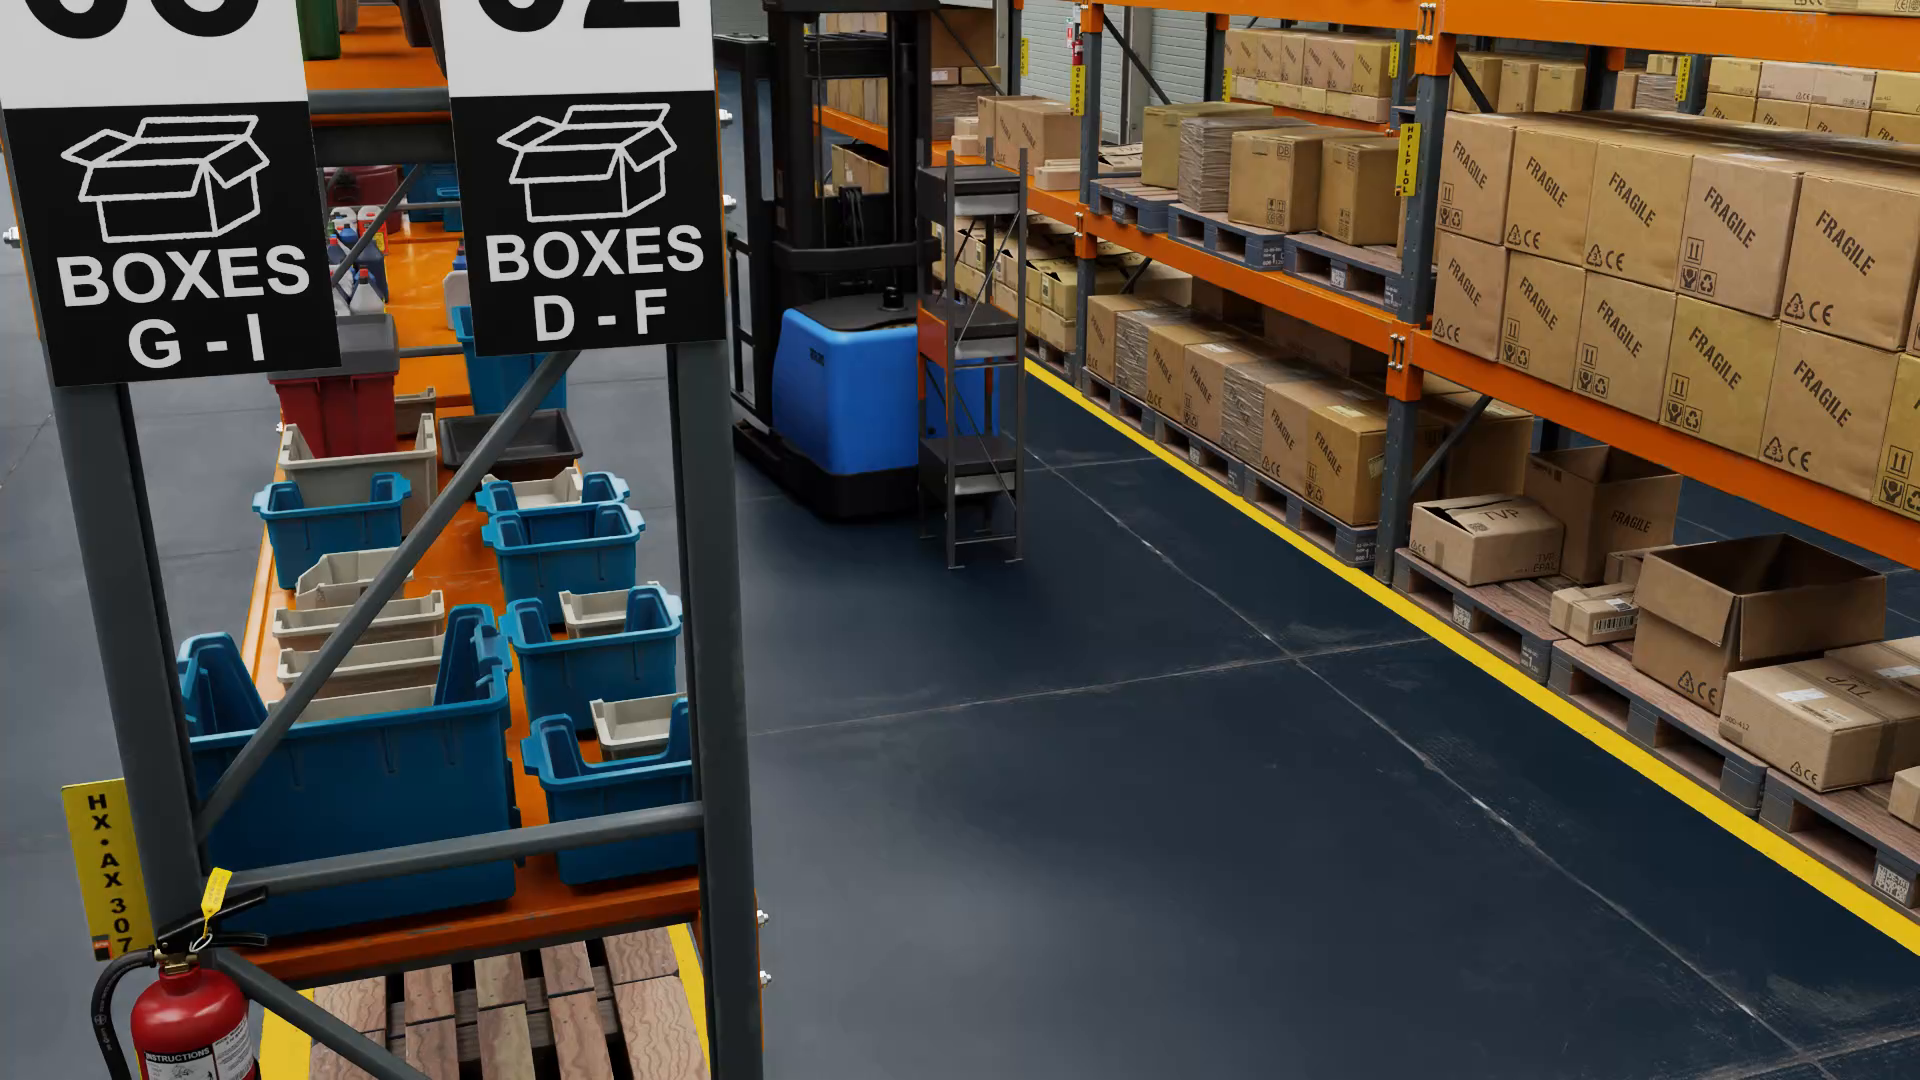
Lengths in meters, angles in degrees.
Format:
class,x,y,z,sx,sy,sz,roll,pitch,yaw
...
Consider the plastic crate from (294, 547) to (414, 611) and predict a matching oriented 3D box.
class,x,y,z,sx,sy,sz,roll,pitch,yaw
plastic crate,-1.599,0.135,4.405,0.298,0.136,0.250,-6,21,-17

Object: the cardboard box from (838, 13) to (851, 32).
class,x,y,z,sx,sy,sz,roll,pitch,yaw
cardboard box,-0.876,-5.425,17.516,0.700,0.500,0.500,-7,21,-19

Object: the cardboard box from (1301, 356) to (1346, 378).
class,x,y,z,sx,sy,sz,roll,pitch,yaw
cardboard box,2.325,-0.796,9.742,0.500,0.500,0.500,-6,21,-17

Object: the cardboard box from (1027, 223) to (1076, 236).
class,x,y,z,sx,sy,sz,roll,pitch,yaw
cardboard box,0.783,-2.561,14.227,0.500,0.311,0.500,-6,21,-17

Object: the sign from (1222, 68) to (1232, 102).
class,x,y,z,sx,sy,sz,roll,pitch,yaw
sign,1.829,-3.105,11.528,0.100,0.325,0.005,-6,21,-17

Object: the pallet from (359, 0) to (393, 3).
class,x,y,z,sx,sy,sz,roll,pitch,yaw
pallet,-2.469,-2.292,6.702,1.213,0.211,1.003,-6,21,-17

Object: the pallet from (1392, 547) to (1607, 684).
class,x,y,z,sx,sy,sz,roll,pitch,yaw
pallet,2.789,0.280,7.825,1.003,0.211,1.213,-6,21,-17

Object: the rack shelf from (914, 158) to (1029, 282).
class,x,y,z,sx,sy,sz,roll,pitch,yaw
rack shelf,0.052,-1.581,8.182,0.431,0.518,0.480,-6,21,-17

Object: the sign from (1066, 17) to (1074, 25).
class,x,y,z,sx,sy,sz,roll,pitch,yaw
sign,1.836,-8.673,27.789,0.001,0.109,0.331,-6,21,-17

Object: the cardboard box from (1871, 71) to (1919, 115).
class,x,y,z,sx,sy,sz,roll,pitch,yaw
cardboard box,6.413,-2.945,10.951,0.500,0.250,0.500,-7,21,-18

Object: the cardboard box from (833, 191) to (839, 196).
class,x,y,z,sx,sy,sz,roll,pitch,yaw
cardboard box,-1.080,-3.652,18.092,0.500,0.250,0.500,-6,21,-17

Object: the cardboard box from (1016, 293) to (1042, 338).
class,x,y,z,sx,sy,sz,roll,pitch,yaw
cardboard box,0.755,-1.748,12.792,0.500,0.250,0.500,-7,21,-18

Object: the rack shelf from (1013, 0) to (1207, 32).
class,x,y,z,sx,sy,sz,roll,pitch,yaw
rack shelf,0.688,-4.251,12.942,1.077,0.370,4.000,-6,21,-17

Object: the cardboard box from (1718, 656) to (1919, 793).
class,x,y,z,sx,sy,sz,roll,pitch,yaw
cardboard box,3.156,0.661,6.054,0.500,0.250,0.500,-6,21,-17

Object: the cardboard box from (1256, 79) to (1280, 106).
class,x,y,z,sx,sy,sz,roll,pitch,yaw
cardboard box,3.687,-5.051,18.733,0.500,0.250,0.500,-7,21,-18

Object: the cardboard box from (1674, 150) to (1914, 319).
class,x,y,z,sx,sy,sz,roll,pitch,yaw
cardboard box,2.942,-1.093,5.896,0.500,0.500,0.500,-6,21,-16

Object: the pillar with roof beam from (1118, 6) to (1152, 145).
class,x,y,z,sx,sy,sz,roll,pitch,yaw
pillar with roof beam,-1.428,-9.790,22.861,9.100,9.000,0.400,-6,21,-17

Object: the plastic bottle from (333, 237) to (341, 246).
class,x,y,z,sx,sy,sz,roll,pitch,yaw
plastic bottle,-3.257,-1.441,8.681,0.097,0.271,0.097,0,20,0

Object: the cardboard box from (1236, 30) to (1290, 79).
class,x,y,z,sx,sy,sz,roll,pitch,yaw
cardboard box,3.514,-5.578,19.092,0.500,0.500,0.500,-6,21,-17

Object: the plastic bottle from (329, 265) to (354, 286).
class,x,y,z,sx,sy,sz,roll,pitch,yaw
plastic bottle,-2.949,-1.158,7.887,0.152,0.276,0.135,-6,21,-17

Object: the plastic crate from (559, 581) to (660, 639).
class,x,y,z,sx,sy,sz,roll,pitch,yaw
plastic crate,-0.873,0.208,4.201,0.250,0.136,0.298,-6,21,-17

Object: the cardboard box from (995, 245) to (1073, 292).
class,x,y,z,sx,sy,sz,roll,pitch,yaw
cardboard box,0.593,-2.174,13.149,0.500,0.311,0.500,-7,21,-18

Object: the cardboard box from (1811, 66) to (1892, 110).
class,x,y,z,sx,sy,sz,roll,pitch,yaw
cardboard box,6.247,-3.108,11.405,0.500,0.250,0.500,-6,21,-17

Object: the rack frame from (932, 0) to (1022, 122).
class,x,y,z,sx,sy,sz,roll,pitch,yaw
rack frame,0.060,-3.820,15.115,1.000,3.000,0.127,-6,21,-17

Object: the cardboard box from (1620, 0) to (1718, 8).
class,x,y,z,sx,sy,sz,roll,pitch,yaw
cardboard box,2.801,-2.090,6.083,0.500,0.250,0.500,-6,21,-17

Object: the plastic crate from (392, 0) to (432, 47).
class,x,y,z,sx,sy,sz,roll,pitch,yaw
plastic crate,-1.091,-1.346,3.881,0.504,0.338,0.767,-6,21,-17

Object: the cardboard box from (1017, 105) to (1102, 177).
class,x,y,z,sx,sy,sz,roll,pitch,yaw
cardboard box,0.774,-3.120,13.018,0.500,0.500,0.500,-8,21,-20

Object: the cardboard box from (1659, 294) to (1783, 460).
class,x,y,z,sx,sy,sz,roll,pitch,yaw
cardboard box,2.956,-0.620,6.056,0.500,0.500,0.500,-7,21,-18

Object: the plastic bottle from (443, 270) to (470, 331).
class,x,y,z,sx,sy,sz,roll,pitch,yaw
plastic bottle,-2.349,-1.139,7.835,0.152,0.276,0.135,-6,21,-17

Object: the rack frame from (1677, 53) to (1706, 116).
class,x,y,z,sx,sy,sz,roll,pitch,yaw
rack frame,6.018,-3.064,13.010,1.000,3.000,0.127,-6,21,-17

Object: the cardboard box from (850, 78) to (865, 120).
class,x,y,z,sx,sy,sz,roll,pitch,yaw
cardboard box,-0.743,-4.672,17.338,0.700,0.500,0.500,-6,21,-17

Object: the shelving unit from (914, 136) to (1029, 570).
class,x,y,z,sx,sy,sz,roll,pitch,yaw
shelving unit,0.052,-0.935,8.414,0.431,2.100,0.503,-6,21,-17

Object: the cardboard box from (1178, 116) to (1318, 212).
class,x,y,z,sx,sy,sz,roll,pitch,yaw
cardboard box,1.728,-2.277,10.050,0.700,0.500,0.500,-3,20,-7

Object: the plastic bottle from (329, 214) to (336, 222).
class,x,y,z,sx,sy,sz,roll,pitch,yaw
plastic bottle,-3.498,-1.673,9.309,0.061,0.283,0.133,-6,21,-17

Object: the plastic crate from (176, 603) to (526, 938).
class,x,y,z,sx,sy,sz,roll,pitch,yaw
plastic crate,-1.155,0.423,3.159,0.616,0.435,0.499,-6,21,-17

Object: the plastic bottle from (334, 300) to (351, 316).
class,x,y,z,sx,sy,sz,roll,pitch,yaw
plastic bottle,-2.675,-0.879,7.109,0.152,0.276,0.135,-6,21,-17

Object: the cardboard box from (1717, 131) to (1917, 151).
class,x,y,z,sx,sy,sz,roll,pitch,yaw
cardboard box,3.301,-1.310,6.499,0.500,0.500,0.500,-6,21,-17

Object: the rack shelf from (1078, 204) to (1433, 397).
class,x,y,z,sx,sy,sz,roll,pitch,yaw
rack shelf,1.945,-1.556,9.876,1.077,0.370,4.000,-6,21,-17

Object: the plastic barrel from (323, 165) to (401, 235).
class,x,y,z,sx,sy,sz,roll,pitch,yaw
plastic barrel,-3.820,-2.192,10.381,0.600,0.536,0.708,-6,21,-17

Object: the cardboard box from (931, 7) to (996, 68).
class,x,y,z,sx,sy,sz,roll,pitch,yaw
cardboard box,-0.086,-4.619,15.273,0.700,0.500,0.500,-6,21,-17

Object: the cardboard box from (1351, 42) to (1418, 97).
class,x,y,z,sx,sy,sz,roll,pitch,yaw
cardboard box,4.319,-4.758,16.809,0.500,0.500,0.500,-6,21,-17

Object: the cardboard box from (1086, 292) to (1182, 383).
class,x,y,z,sx,sy,sz,roll,pitch,yaw
cardboard box,1.189,-1.391,11.398,0.500,0.500,0.500,-5,20,-15

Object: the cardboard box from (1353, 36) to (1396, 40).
class,x,y,z,sx,sy,sz,roll,pitch,yaw
cardboard box,4.501,-5.139,17.870,0.500,0.500,0.500,-6,21,-16

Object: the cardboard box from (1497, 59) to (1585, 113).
class,x,y,z,sx,sy,sz,roll,pitch,yaw
cardboard box,5.294,-4.047,14.947,0.700,0.500,0.500,-4,20,-10

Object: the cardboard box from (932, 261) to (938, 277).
class,x,y,z,sx,sy,sz,roll,pitch,yaw
cardboard box,-0.049,-2.568,15.075,0.500,0.250,0.500,-7,21,-19

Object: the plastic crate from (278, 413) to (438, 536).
class,x,y,z,sx,sy,sz,roll,pitch,yaw
plastic crate,-1.824,-0.191,5.096,0.437,0.282,0.530,-6,21,-17

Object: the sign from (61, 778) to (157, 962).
class,x,y,z,sx,sy,sz,roll,pitch,yaw
sign,-1.389,0.543,2.727,0.100,0.325,0.005,-6,21,-17

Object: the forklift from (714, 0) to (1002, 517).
class,x,y,z,sx,sy,sz,roll,pitch,yaw
forklift,-0.826,-1.963,10.047,1.130,2.935,3.031,-9,21,-23

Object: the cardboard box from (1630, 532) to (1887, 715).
class,x,y,z,sx,sy,sz,roll,pitch,yaw
cardboard box,3.169,0.317,6.638,0.797,0.503,0.637,-6,21,-17

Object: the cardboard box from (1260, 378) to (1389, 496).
class,x,y,z,sx,sy,sz,roll,pitch,yaw
cardboard box,1.999,-0.571,9.116,0.500,0.500,0.500,-6,21,-17

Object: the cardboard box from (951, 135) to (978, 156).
class,x,y,z,sx,sy,sz,roll,pitch,yaw
cardboard box,0.144,-3.396,14.305,0.380,0.149,0.250,-6,21,-17

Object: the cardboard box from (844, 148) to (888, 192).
class,x,y,z,sx,sy,sz,roll,pitch,yaw
cardboard box,-0.912,-3.845,17.521,0.500,0.500,0.500,-6,21,-17

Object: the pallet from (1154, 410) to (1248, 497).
class,x,y,z,sx,sy,sz,roll,pitch,yaw
pallet,1.895,-0.590,10.246,1.003,0.211,1.213,-6,21,-17

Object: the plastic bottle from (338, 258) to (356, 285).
class,x,y,z,sx,sy,sz,roll,pitch,yaw
plastic bottle,-2.995,-1.240,8.121,0.097,0.271,0.097,0,20,0
